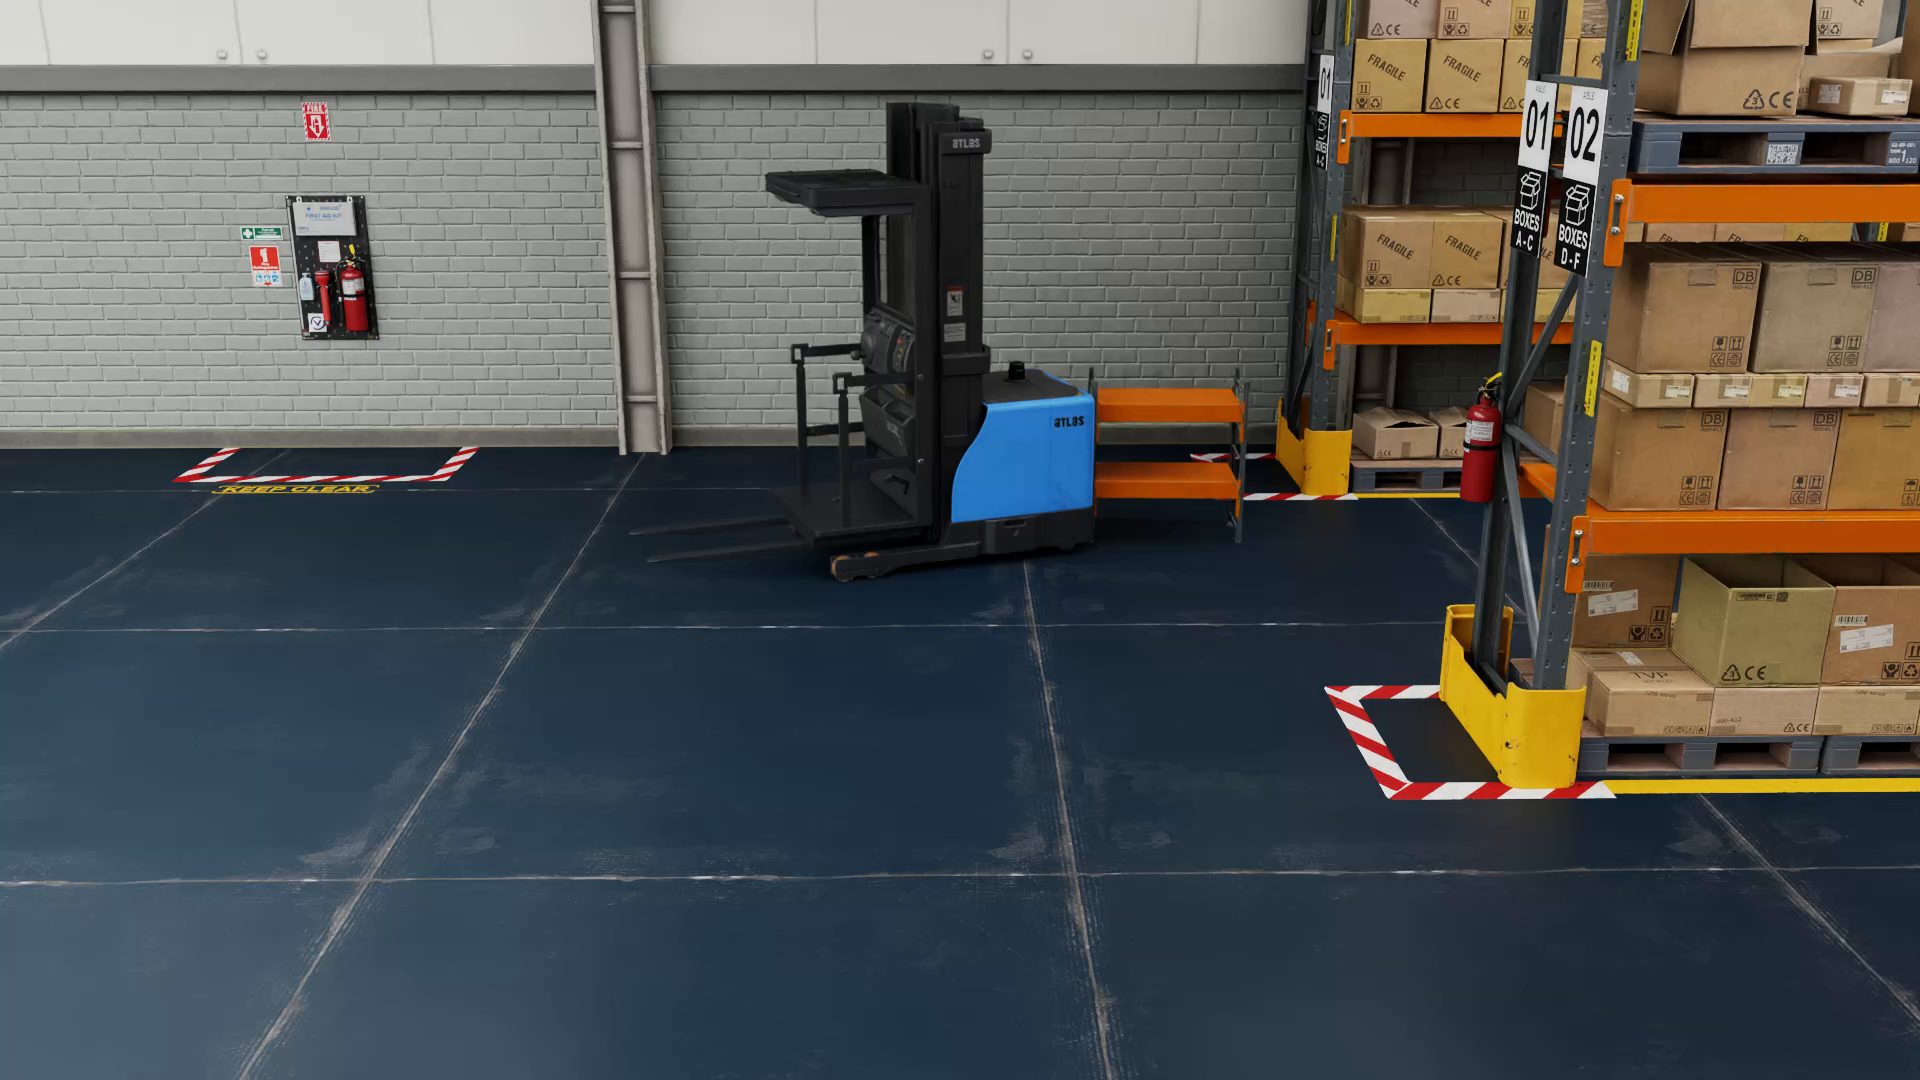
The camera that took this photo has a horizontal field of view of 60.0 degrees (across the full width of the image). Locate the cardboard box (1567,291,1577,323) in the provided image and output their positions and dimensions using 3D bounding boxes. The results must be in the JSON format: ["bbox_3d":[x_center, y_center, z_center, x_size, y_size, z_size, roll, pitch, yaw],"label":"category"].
[{"bbox_3d":[4.720,-1.795,12.445,0.500,0.250,0.500,0,18,0],"label":"cardboard box"}]

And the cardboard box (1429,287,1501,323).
[{"bbox_3d":[3.705,-1.793,12.438,0.500,0.250,0.500,-1,18,-3],"label":"cardboard box"}]

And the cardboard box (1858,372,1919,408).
[{"bbox_3d":[4.203,-0.727,7.679,0.250,0.149,0.380,-1,18,-3],"label":"cardboard box"}]

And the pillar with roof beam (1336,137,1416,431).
[{"bbox_3d":[3.448,-3.752,8.511,0.400,9.000,9.100,0,18,-1],"label":"pillar with roof beam"}]

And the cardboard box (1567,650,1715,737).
[{"bbox_3d":[3.315,0.745,8.127,0.500,0.250,0.500,0,18,-1],"label":"cardboard box"}]

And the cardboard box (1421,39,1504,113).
[{"bbox_3d":[3.569,-3.345,11.956,0.500,0.500,0.500,1,18,3],"label":"cardboard box"}]

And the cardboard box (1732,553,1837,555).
[{"bbox_3d":[4.307,0.220,8.537,0.500,0.500,0.500,0,18,-1],"label":"cardboard box"}]

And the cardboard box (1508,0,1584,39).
[{"bbox_3d":[4.097,-3.824,11.815,0.500,0.500,0.500,0,18,1],"label":"cardboard box"}]

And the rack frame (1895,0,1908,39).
[{"bbox_3d":[6.693,-4.818,11.835,0.127,3.000,1.000,0,18,-1],"label":"rack frame"}]

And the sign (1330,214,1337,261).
[{"bbox_3d":[2.702,-2.189,12.043,0.005,0.325,0.100,0,18,-1],"label":"sign"}]

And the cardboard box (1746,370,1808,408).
[{"bbox_3d":[3.685,-0.725,7.671,0.250,0.149,0.380,0,18,-1],"label":"cardboard box"}]

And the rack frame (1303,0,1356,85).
[{"bbox_3d":[2.694,-4.799,11.775,0.127,3.000,1.000,0,18,-1],"label":"rack frame"}]

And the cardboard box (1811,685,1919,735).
[{"bbox_3d":[4.315,0.740,8.145,0.500,0.250,0.500,0,18,-1],"label":"cardboard box"}]

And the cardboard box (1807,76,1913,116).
[{"bbox_3d":[3.955,-1.956,7.320,0.250,0.149,0.380,0,18,-1],"label":"cardboard box"}]

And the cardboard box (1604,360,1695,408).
[{"bbox_3d":[3.171,-0.722,7.662,0.250,0.149,0.380,0,18,-1],"label":"cardboard box"}]

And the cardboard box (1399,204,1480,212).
[{"bbox_3d":[3.665,-2.304,12.804,0.500,0.500,0.500,0,18,0],"label":"cardboard box"}]

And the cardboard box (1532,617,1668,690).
[{"bbox_3d":[3.307,0.587,8.620,0.500,0.250,0.500,0,18,-1],"label":"cardboard box"}]

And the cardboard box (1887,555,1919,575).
[{"bbox_3d":[4.815,0.382,8.033,0.500,0.500,0.500,0,18,-1],"label":"cardboard box"}]

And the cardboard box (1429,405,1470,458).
[{"bbox_3d":[3.957,-0.850,12.968,0.500,0.311,0.500,1,18,4],"label":"cardboard box"}]

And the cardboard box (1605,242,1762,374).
[{"bbox_3d":[3.295,-1.093,7.757,0.500,0.500,0.700,0,18,-1],"label":"cardboard box"}]

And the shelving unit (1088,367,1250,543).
[{"bbox_3d":[1.423,-0.595,11.562,1.048,1.125,0.538,0,18,1],"label":"shelving unit"}]

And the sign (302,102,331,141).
[{"bbox_3d":[-5.101,-3.315,13.175,0.199,0.298,0.001,0,18,-1],"label":"sign"}]

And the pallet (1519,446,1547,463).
[{"bbox_3d":[4.799,-0.613,13.113,1.213,0.211,1.003,0,18,-1],"label":"pallet"}]

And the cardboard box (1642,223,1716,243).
[{"bbox_3d":[5.223,-2.157,12.345,0.500,0.500,0.500,-1,18,-2],"label":"cardboard box"}]

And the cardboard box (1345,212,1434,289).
[{"bbox_3d":[3.176,-2.148,12.318,0.500,0.500,0.500,0,18,-1],"label":"cardboard box"}]

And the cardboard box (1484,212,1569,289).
[{"bbox_3d":[4.187,-2.148,12.318,0.500,0.500,0.500,-1,18,-3],"label":"cardboard box"}]

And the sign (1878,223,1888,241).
[{"bbox_3d":[6.709,-2.208,12.103,0.005,0.325,0.100,0,18,-1],"label":"sign"}]

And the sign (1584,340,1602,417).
[{"bbox_3d":[2.778,-0.710,7.302,0.005,0.325,0.100,0,18,-1],"label":"sign"}]

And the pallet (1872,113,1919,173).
[{"bbox_3d":[4.706,-1.818,7.538,1.213,0.211,1.003,0,18,-1],"label":"pallet"}]

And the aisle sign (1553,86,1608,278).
[{"bbox_3d":[2.715,-1.573,7.286,0.004,0.787,0.394,0,18,-1],"label":"aisle sign"}]

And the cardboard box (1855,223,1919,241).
[{"bbox_3d":[7.203,-2.211,12.644,0.500,0.500,0.700,0,18,-1],"label":"cardboard box"}]

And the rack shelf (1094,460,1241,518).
[{"bbox_3d":[1.423,-0.363,11.637,1.000,0.278,0.538,0,18,1],"label":"rack shelf"}]

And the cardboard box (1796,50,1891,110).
[{"bbox_3d":[3.923,-2.139,7.723,0.500,0.250,0.500,0,18,-1],"label":"cardboard box"}]

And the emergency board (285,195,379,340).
[{"bbox_3d":[-5.091,-2.181,13.435,0.643,1.169,0.194,0,18,-1],"label":"emergency board"}]

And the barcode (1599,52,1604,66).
[{"bbox_3d":[3.070,-2.283,7.892,0.075,0.075,0.001,0,18,-1],"label":"barcode"}]

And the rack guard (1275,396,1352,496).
[{"bbox_3d":[2.770,-0.752,13.075,0.348,0.500,1.175,0,18,-1],"label":"rack guard"}]

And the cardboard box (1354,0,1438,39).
[{"bbox_3d":[3.083,-3.832,11.837,0.500,0.500,0.500,-2,18,-5],"label":"cardboard box"}]

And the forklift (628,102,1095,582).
[{"bbox_3d":[-0.659,-1.308,10.828,3.031,2.935,1.130,-7,19,-20],"label":"forklift"}]

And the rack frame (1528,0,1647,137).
[{"bbox_3d":[2.776,-3.286,7.059,0.127,3.000,1.000,0,18,-1],"label":"rack frame"}]

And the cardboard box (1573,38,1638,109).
[{"bbox_3d":[4.624,-3.357,11.996,0.500,0.500,0.500,1,18,3],"label":"cardboard box"}]

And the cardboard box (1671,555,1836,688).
[{"bbox_3d":[3.815,0.385,8.022,0.500,0.500,0.500,0,18,-1],"label":"cardboard box"}]

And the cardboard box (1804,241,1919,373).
[{"bbox_3d":[4.325,-1.100,7.779,0.500,0.500,0.700,0,18,-1],"label":"cardboard box"}]

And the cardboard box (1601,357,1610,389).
[{"bbox_3d":[3.155,-0.846,8.048,0.250,0.149,0.380,-1,18,-2],"label":"cardboard box"}]

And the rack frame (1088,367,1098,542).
[{"bbox_3d":[0.915,-0.598,11.571,0.032,1.125,0.500,0,18,1],"label":"rack frame"}]

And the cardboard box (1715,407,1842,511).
[{"bbox_3d":[3.768,-0.479,7.967,0.500,0.500,0.700,0,18,1],"label":"cardboard box"}]

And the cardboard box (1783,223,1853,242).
[{"bbox_3d":[6.225,-2.160,12.355,0.500,0.500,0.500,0,18,-1],"label":"cardboard box"}]

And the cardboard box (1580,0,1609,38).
[{"bbox_3d":[4.662,-3.987,12.323,0.500,0.500,0.500,0,18,-1],"label":"cardboard box"}]

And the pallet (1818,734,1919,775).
[{"bbox_3d":[4.756,0.877,8.468,1.213,0.211,1.003,0,18,-1],"label":"pallet"}]

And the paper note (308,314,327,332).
[{"bbox_3d":[-5.269,-1.781,13.632,0.142,0.148,0.016,0,18,-1],"label":"paper note"}]

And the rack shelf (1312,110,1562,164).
[{"bbox_3d":[4.693,-3.038,12.373,4.000,0.370,1.077,0,18,-1],"label":"rack shelf"}]

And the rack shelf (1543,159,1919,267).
[{"bbox_3d":[4.775,-1.525,7.657,4.000,0.370,1.077,0,18,-1],"label":"rack shelf"}]

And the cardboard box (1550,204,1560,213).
[{"bbox_3d":[4.685,-2.310,12.824,0.500,0.500,0.500,0,18,0],"label":"cardboard box"}]
